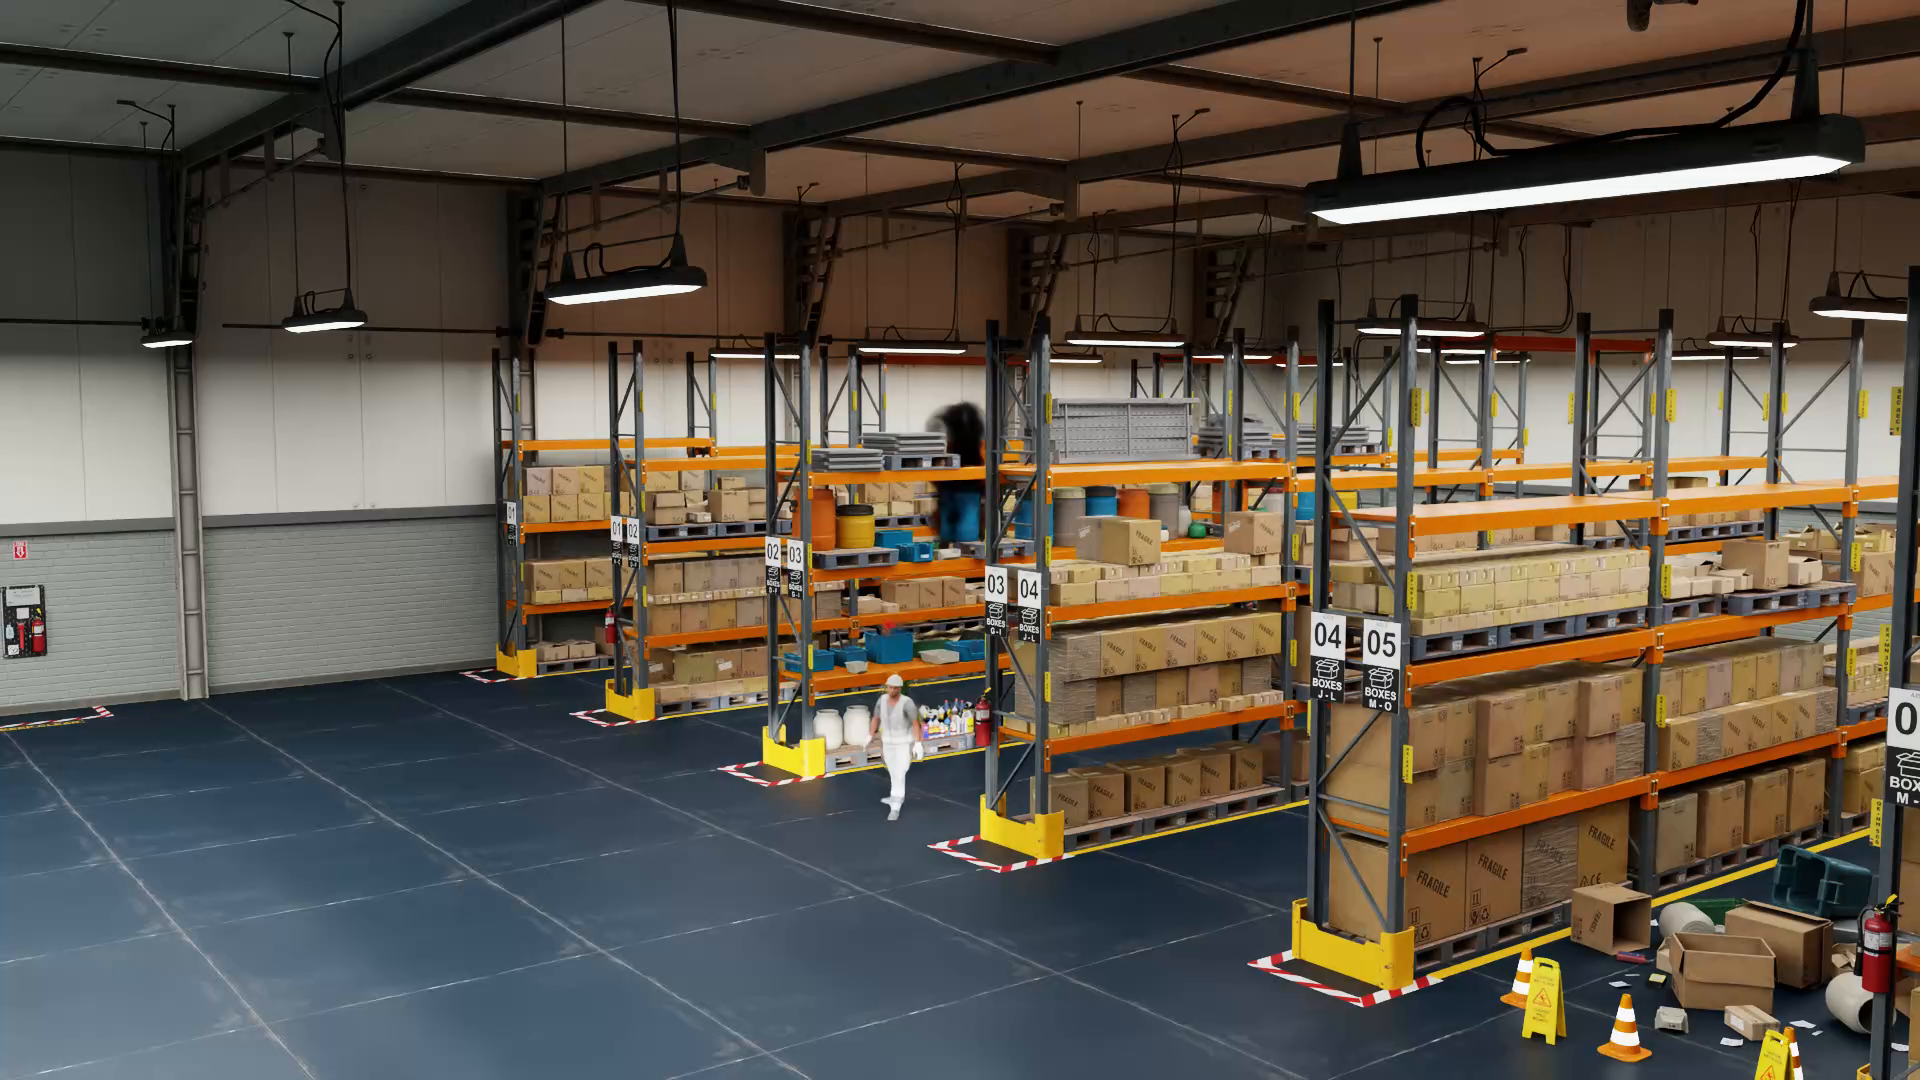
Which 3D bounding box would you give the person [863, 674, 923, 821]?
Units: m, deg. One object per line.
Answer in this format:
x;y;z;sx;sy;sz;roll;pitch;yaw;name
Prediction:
-0.797;2.497;20.467;0.722;1.743;0.890;3;6;28;person

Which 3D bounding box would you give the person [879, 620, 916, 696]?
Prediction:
-0.997;2.069;25.756;0.687;1.682;0.771;4;6;36;person
